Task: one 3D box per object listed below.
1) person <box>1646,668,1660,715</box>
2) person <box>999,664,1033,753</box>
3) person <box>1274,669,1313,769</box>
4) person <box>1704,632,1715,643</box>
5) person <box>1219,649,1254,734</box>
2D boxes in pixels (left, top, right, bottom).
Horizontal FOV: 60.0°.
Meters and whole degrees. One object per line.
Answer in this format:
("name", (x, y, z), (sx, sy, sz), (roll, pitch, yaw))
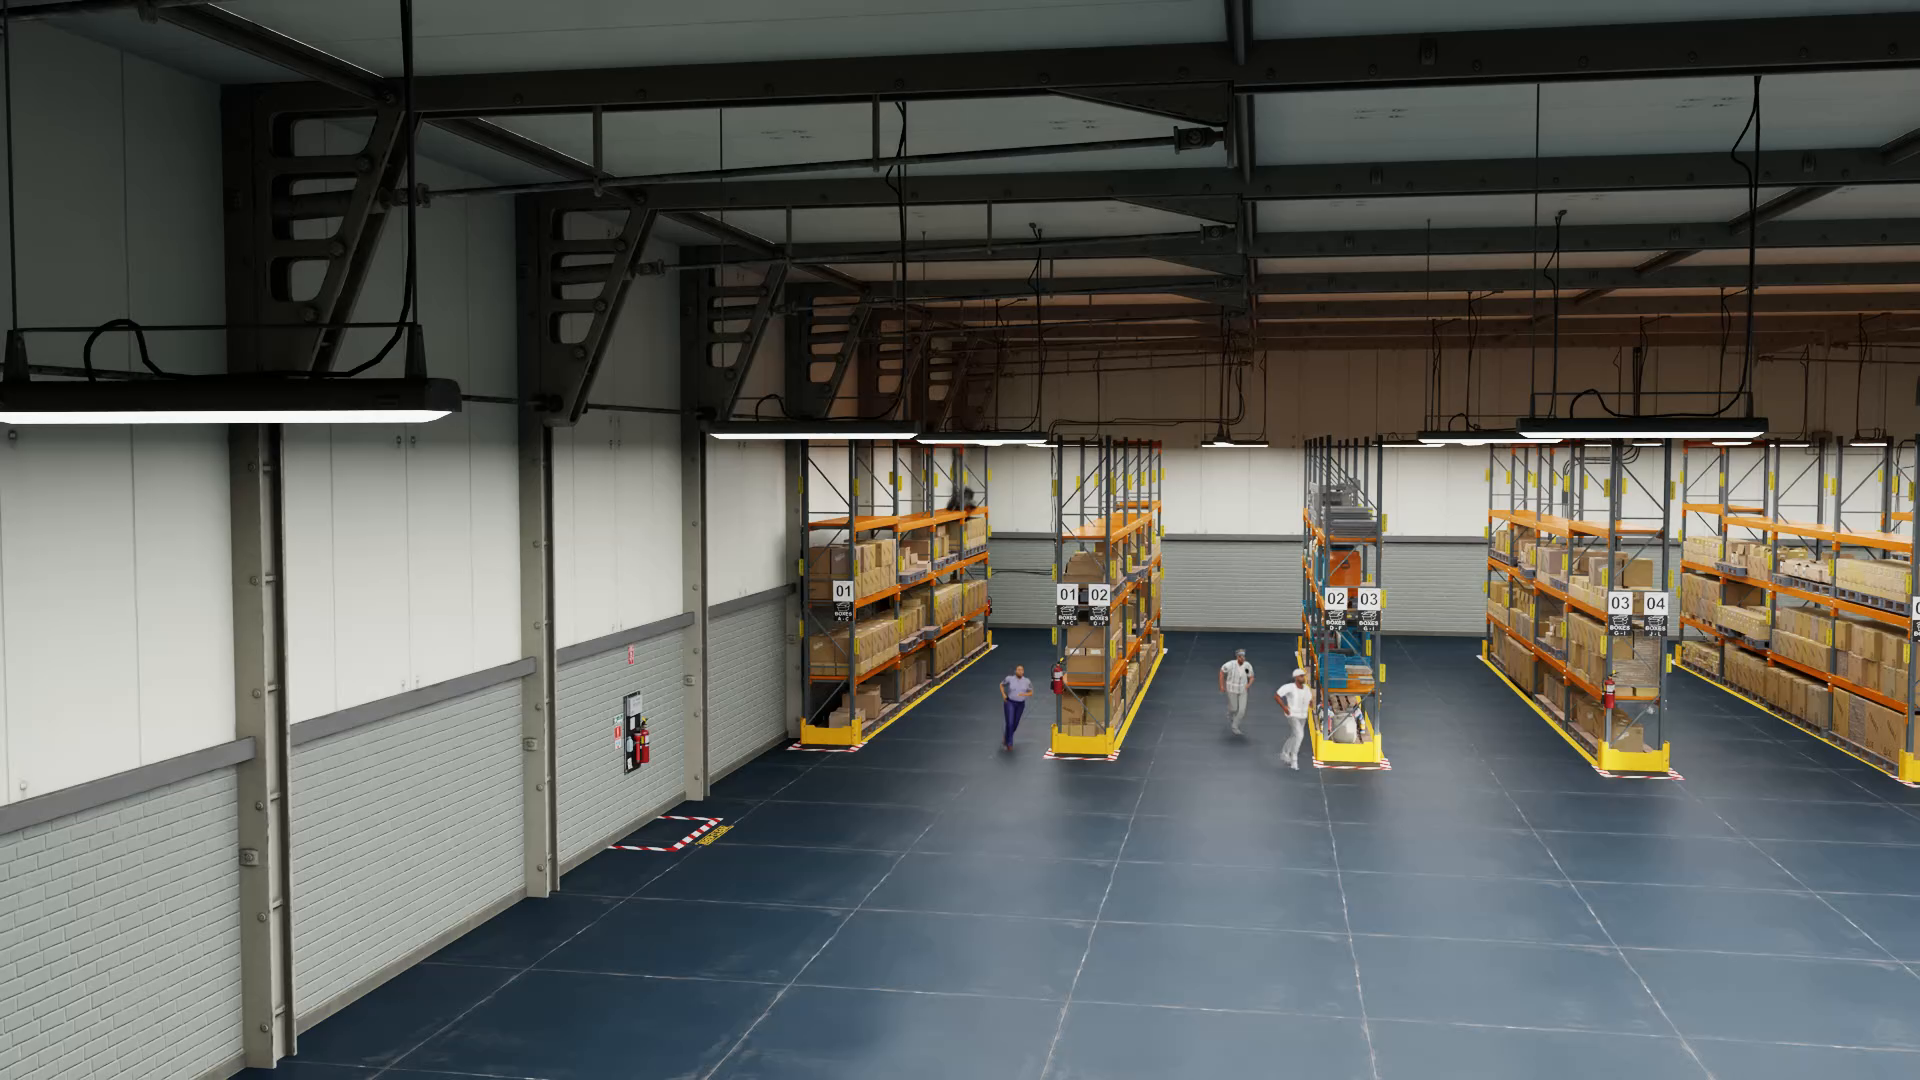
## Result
("person", (15.094, 2.923, 36.238), (0.548, 1.715, 0.731), (0, 3, 2))
("person", (1.087, 3.210, 31.848), (0.619, 1.677, 0.810), (-1, 3, -13))
("person", (6.099, 3.237, 30.114), (0.679, 1.823, 0.693), (-2, 4, -33))
("person", (20.707, 2.429, 45.525), (0.644, 1.687, 0.665), (0, 3, -8))
("person", (5.617, 3.055, 33.701), (0.702, 1.739, 0.705), (0, 3, -5))
